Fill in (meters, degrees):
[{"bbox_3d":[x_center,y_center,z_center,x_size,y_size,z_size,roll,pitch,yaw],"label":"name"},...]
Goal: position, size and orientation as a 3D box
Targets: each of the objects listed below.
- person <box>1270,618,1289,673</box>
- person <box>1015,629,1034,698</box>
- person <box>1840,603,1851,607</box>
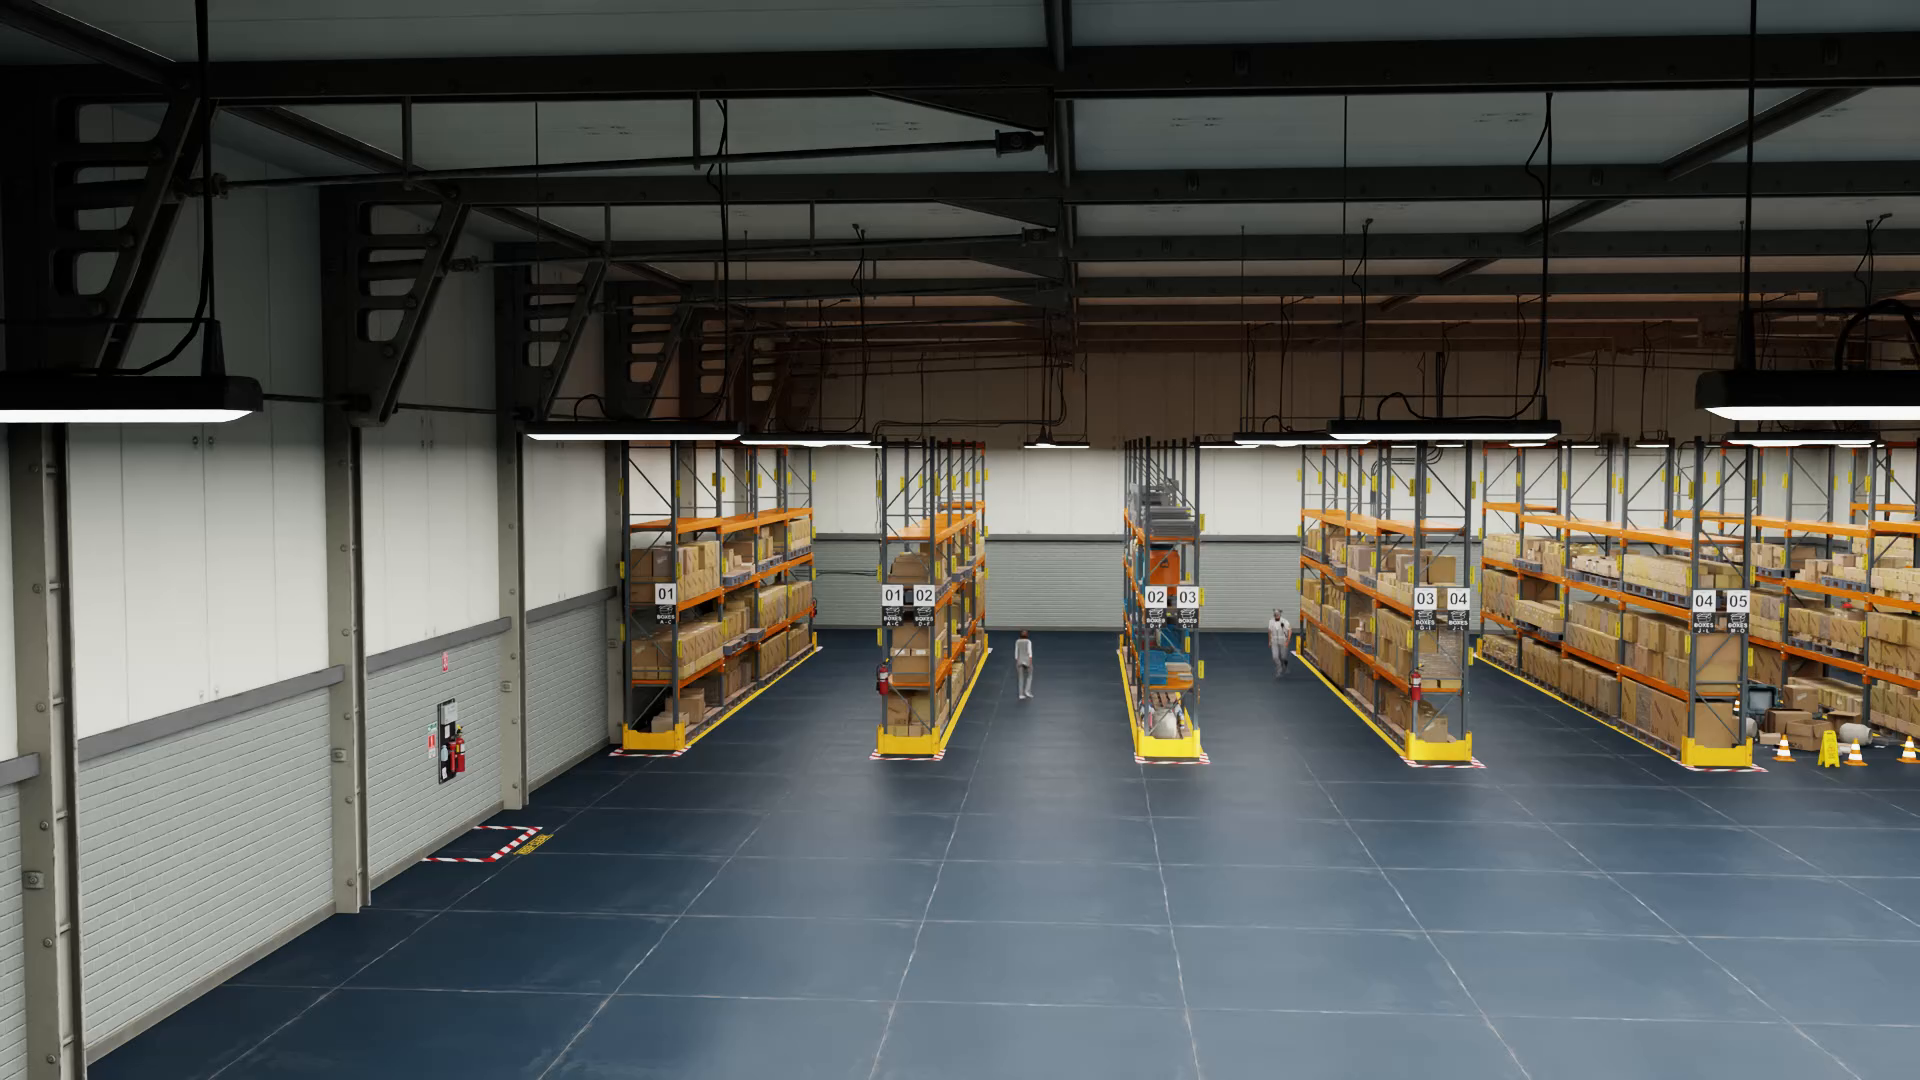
[{"bbox_3d":[8.170,2.673,42.396,0.456,1.416,0.616,1,3,23],"label":"person"},{"bbox_3d":[1.468,2.875,38.465,0.439,1.608,0.514,1,3,17],"label":"person"},{"bbox_3d":[22.991,2.490,43.000,0.525,1.707,0.538,-2,3,-28],"label":"person"}]
